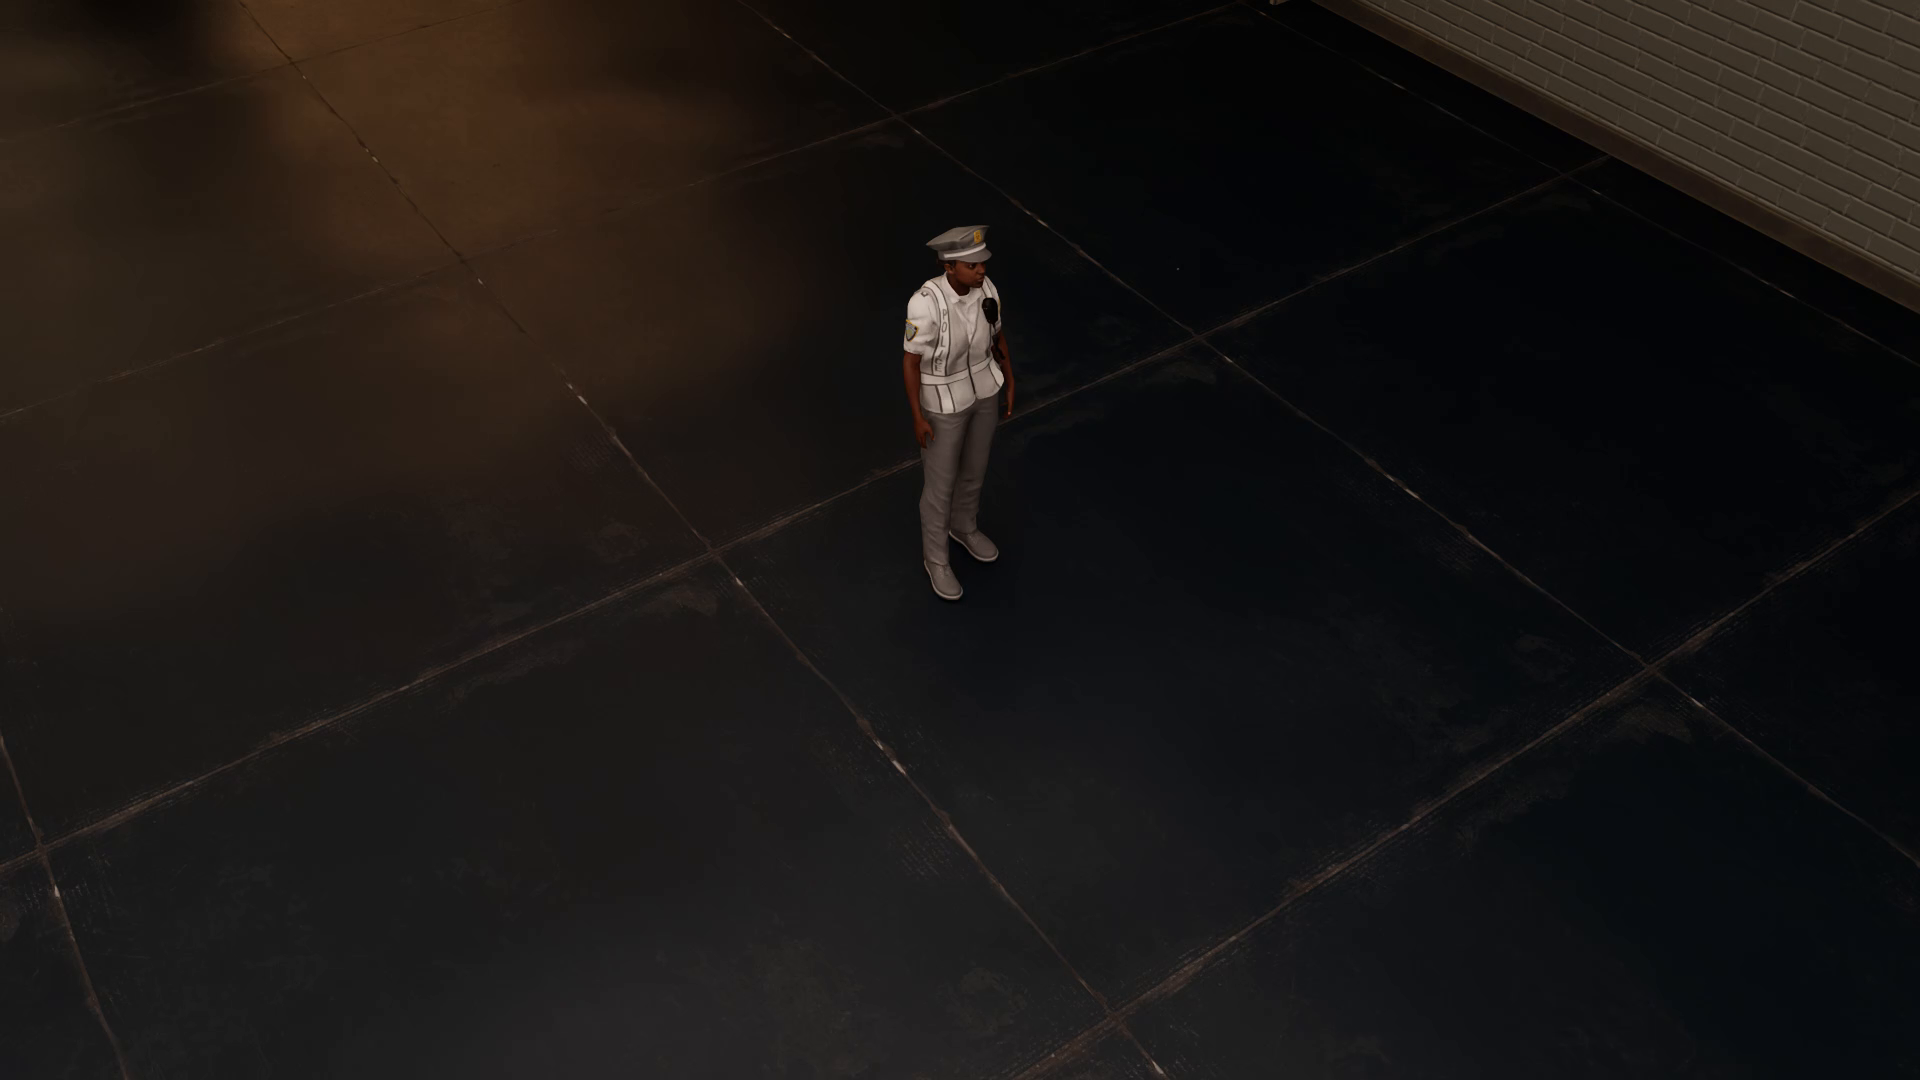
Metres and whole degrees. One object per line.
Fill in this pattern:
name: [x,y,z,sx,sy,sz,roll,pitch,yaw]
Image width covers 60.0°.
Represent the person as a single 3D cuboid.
person: [0.026,-0.578,7.247,0.569,1.692,0.530,-25,48,-25]
